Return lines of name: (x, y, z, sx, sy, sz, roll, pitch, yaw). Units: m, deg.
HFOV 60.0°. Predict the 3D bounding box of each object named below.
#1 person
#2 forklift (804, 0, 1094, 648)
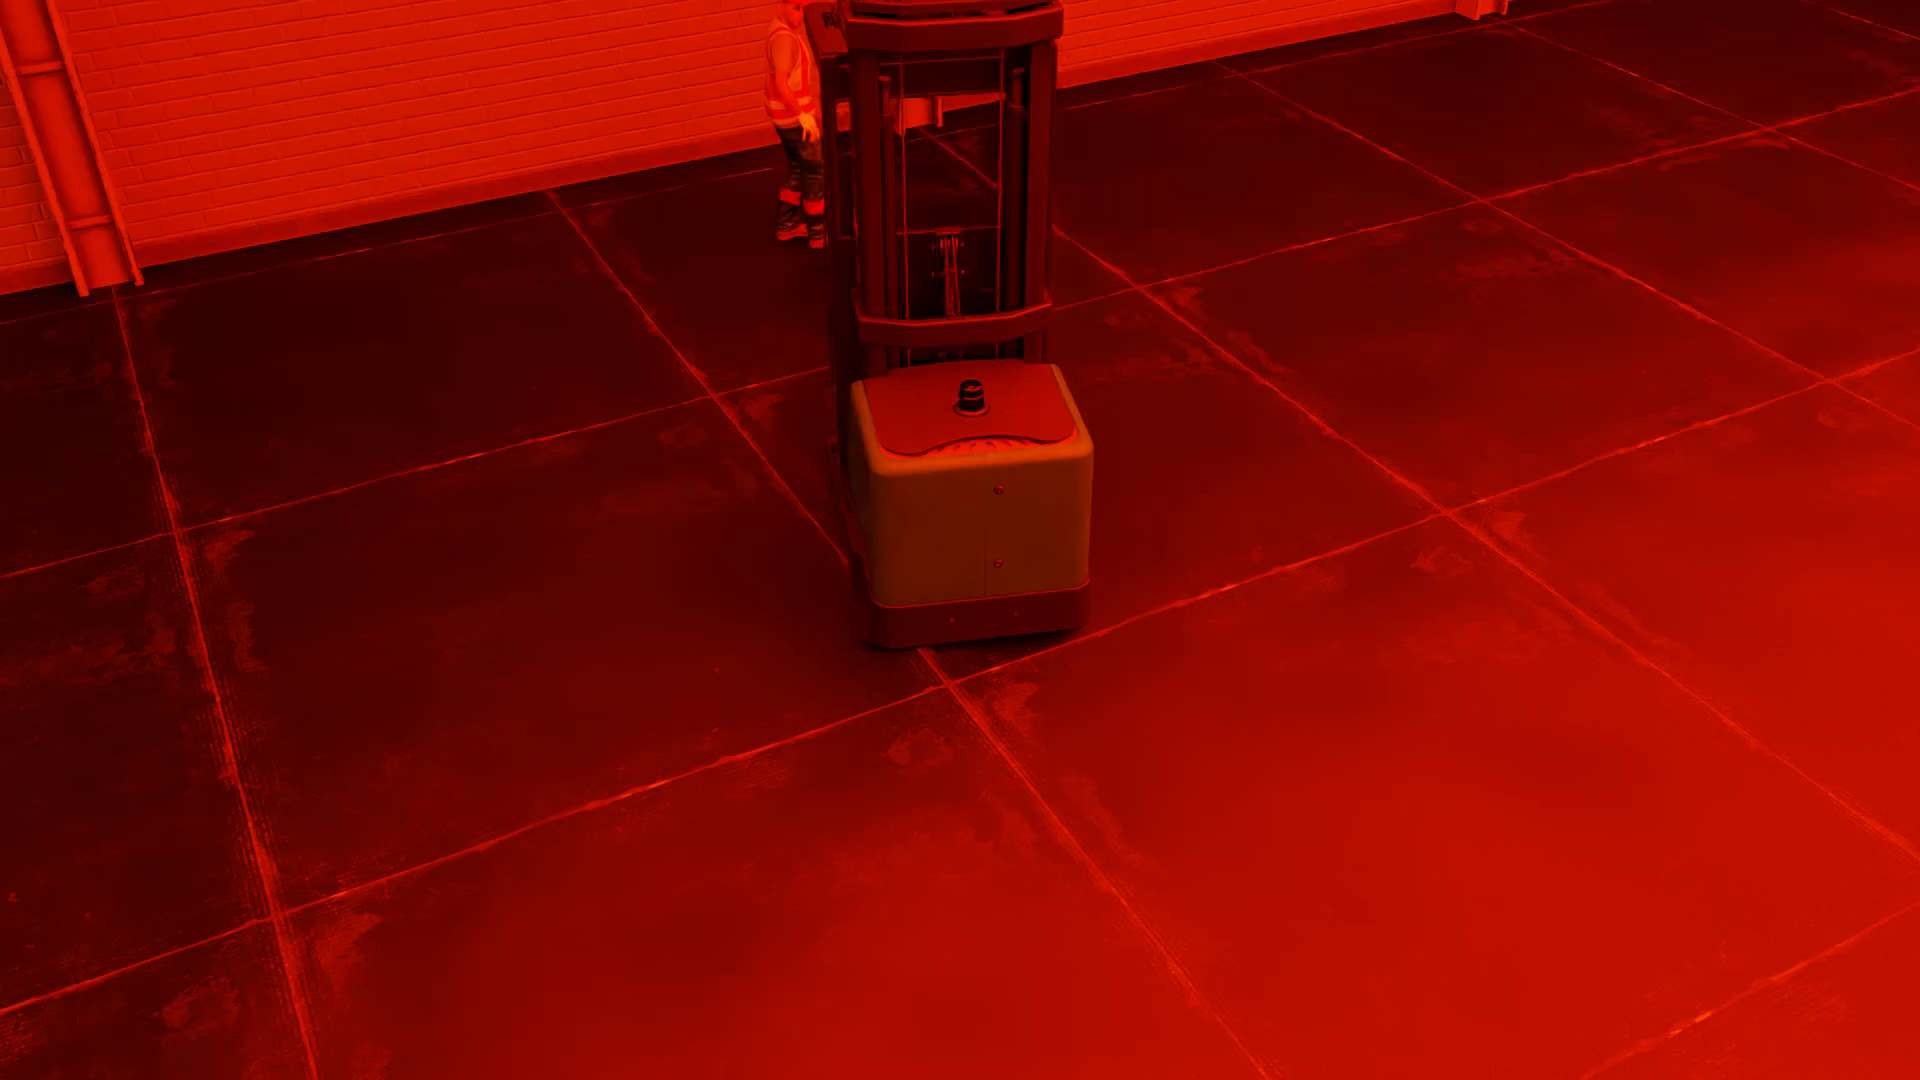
person: (-1.050, -2.848, 11.164, 0.503, 1.765, 0.763, -11, 37, -15)
forklift: (-0.142, -1.532, 8.290, 1.130, 2.935, 3.031, -6, 36, -8)
